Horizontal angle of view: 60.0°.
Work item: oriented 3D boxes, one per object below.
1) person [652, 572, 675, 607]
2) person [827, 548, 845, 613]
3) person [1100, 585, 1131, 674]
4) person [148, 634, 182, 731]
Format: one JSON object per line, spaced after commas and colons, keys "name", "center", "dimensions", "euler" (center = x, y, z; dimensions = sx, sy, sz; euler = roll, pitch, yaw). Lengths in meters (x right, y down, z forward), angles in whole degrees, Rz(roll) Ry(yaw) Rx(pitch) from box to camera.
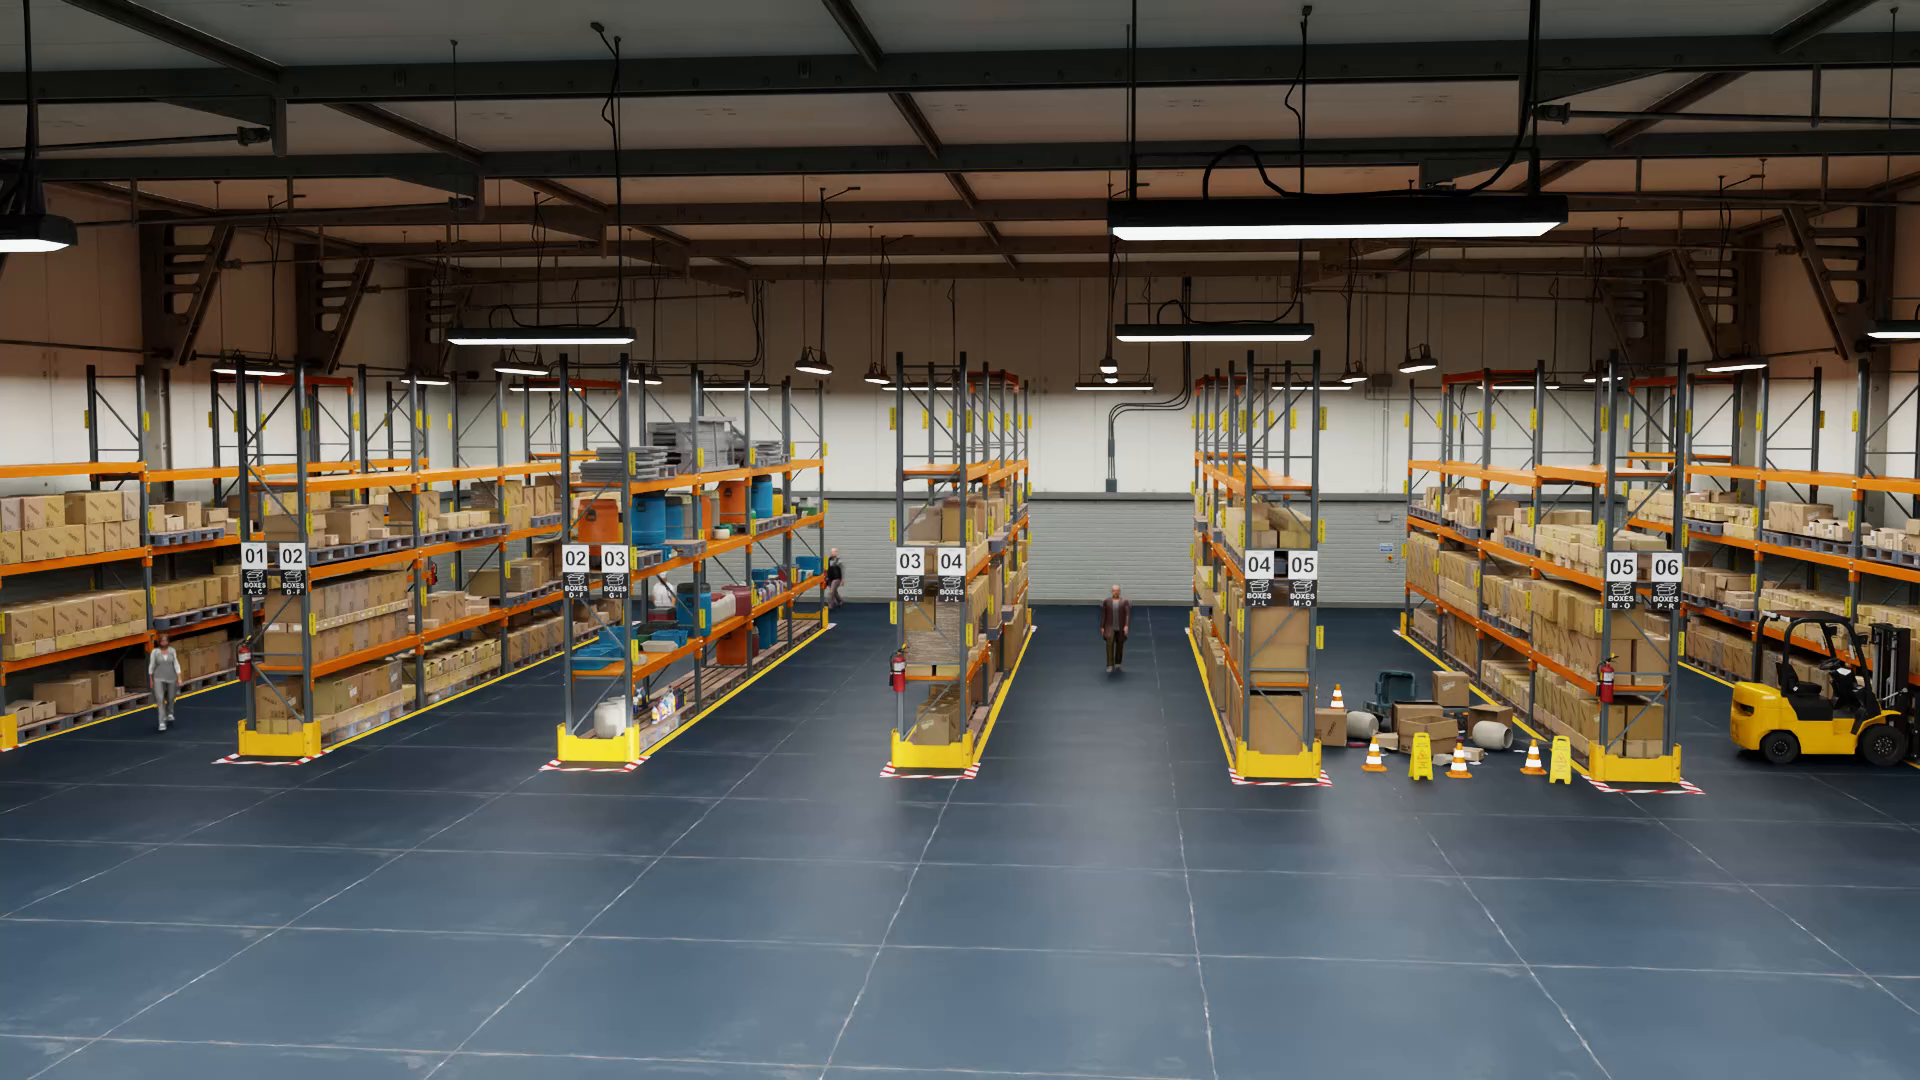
{"name": "person", "center": [-6.667, 1.527, 37.389], "dimensions": [0.542, 1.605, 1.034], "euler": [0, 4, 4]}
{"name": "person", "center": [-3.313, 1.047, 43.747], "dimensions": [0.527, 1.673, 1.067], "euler": [3, 5, 35]}
{"name": "person", "center": [3.109, 1.758, 33.133], "dimensions": [0.607, 1.717, 1.115], "euler": [0, 4, 0]}
{"name": "person", "center": [-12.970, 2.281, 27.130], "dimensions": [0.476, 1.529, 1.022], "euler": [-2, 5, -28]}
